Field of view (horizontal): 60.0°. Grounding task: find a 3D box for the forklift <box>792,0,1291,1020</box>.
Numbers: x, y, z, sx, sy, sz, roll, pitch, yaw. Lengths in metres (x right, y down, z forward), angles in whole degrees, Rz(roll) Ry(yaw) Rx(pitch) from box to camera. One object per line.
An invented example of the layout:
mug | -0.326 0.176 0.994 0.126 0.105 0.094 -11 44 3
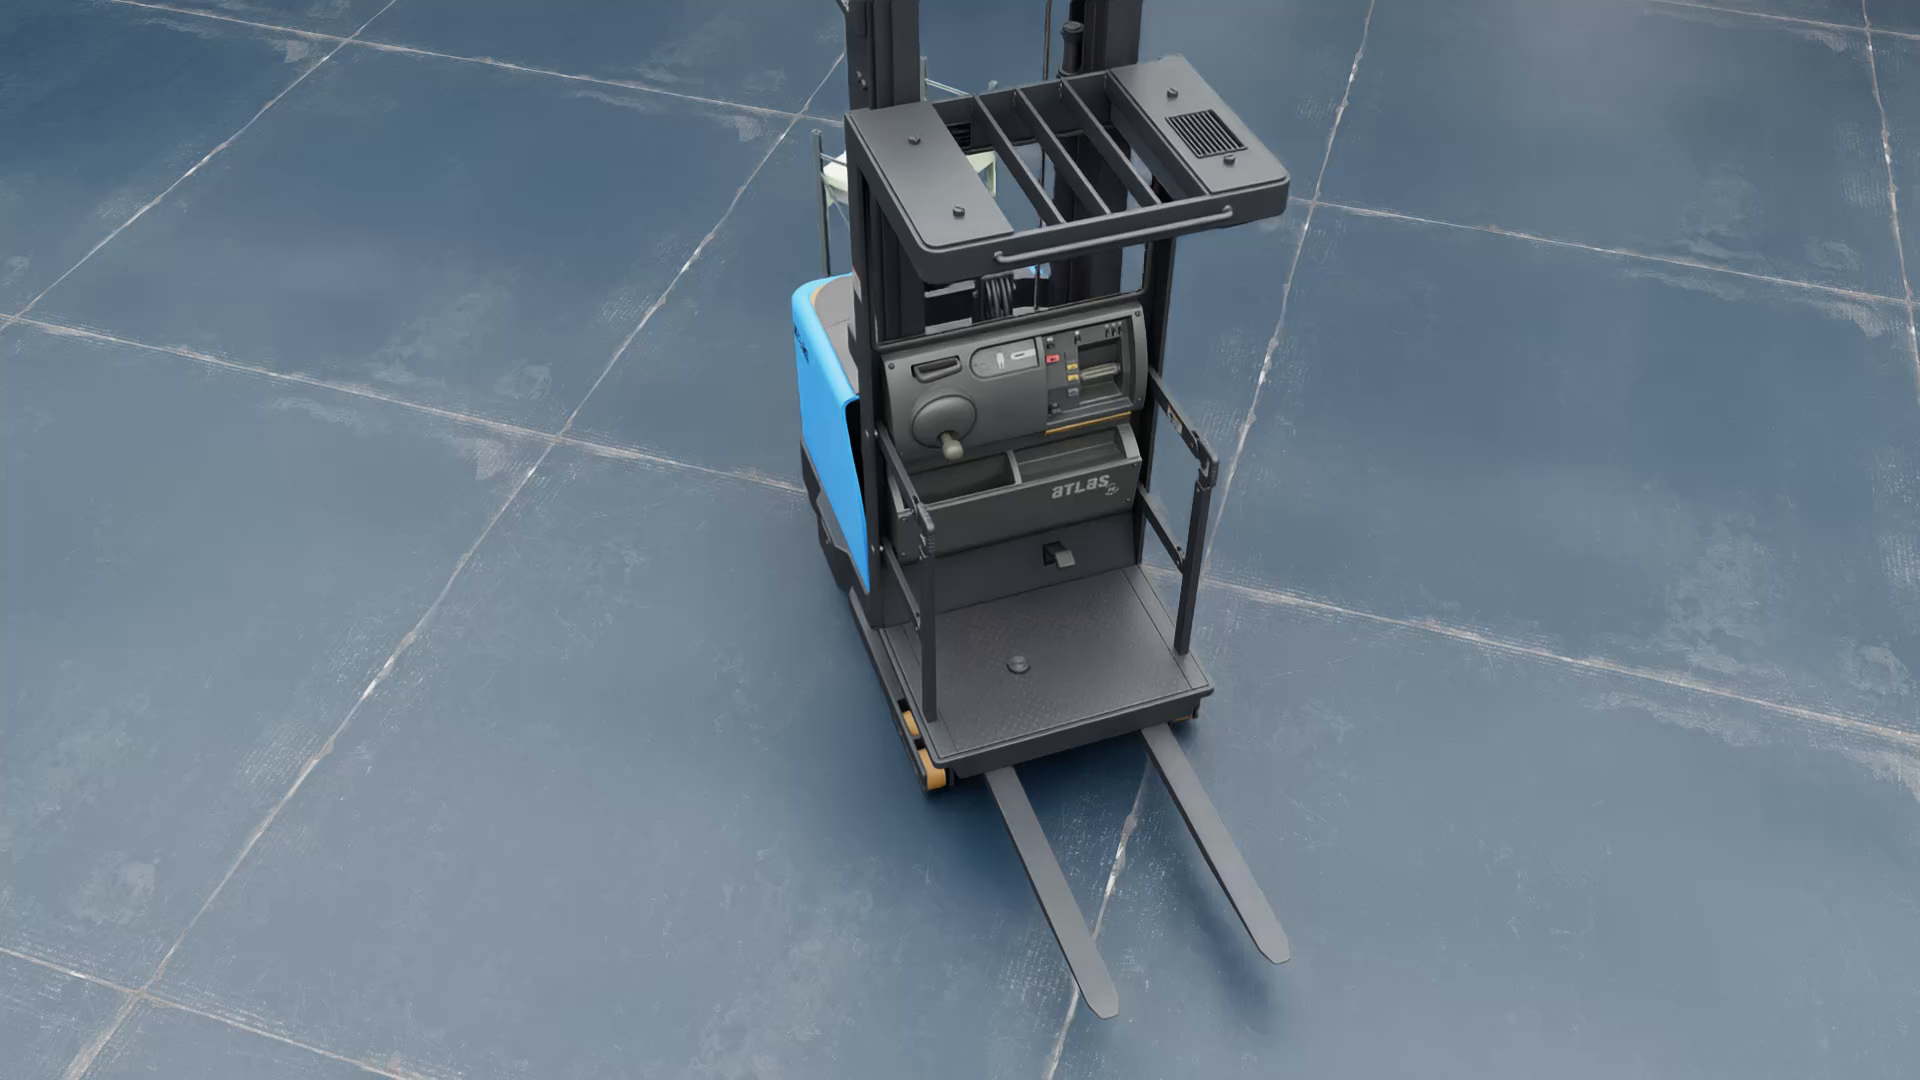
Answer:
forklift | 0.271 -0.443 5.506 1.130 2.935 3.031 -14 46 -14

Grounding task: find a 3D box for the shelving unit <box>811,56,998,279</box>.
shelving unit | -0.219 -1.244 7.347 0.431 1.500 0.755 26 50 24

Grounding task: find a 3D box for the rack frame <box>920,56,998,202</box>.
rack frame | -0.011 -1.454 7.563 0.400 1.500 0.023 26 50 24

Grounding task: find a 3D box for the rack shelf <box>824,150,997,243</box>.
rack shelf | -0.219 -1.522 7.074 0.431 0.370 0.720 26 50 24

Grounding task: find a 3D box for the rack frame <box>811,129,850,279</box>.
rack frame | -0.427 -1.033 7.132 0.400 1.500 0.023 26 50 24
